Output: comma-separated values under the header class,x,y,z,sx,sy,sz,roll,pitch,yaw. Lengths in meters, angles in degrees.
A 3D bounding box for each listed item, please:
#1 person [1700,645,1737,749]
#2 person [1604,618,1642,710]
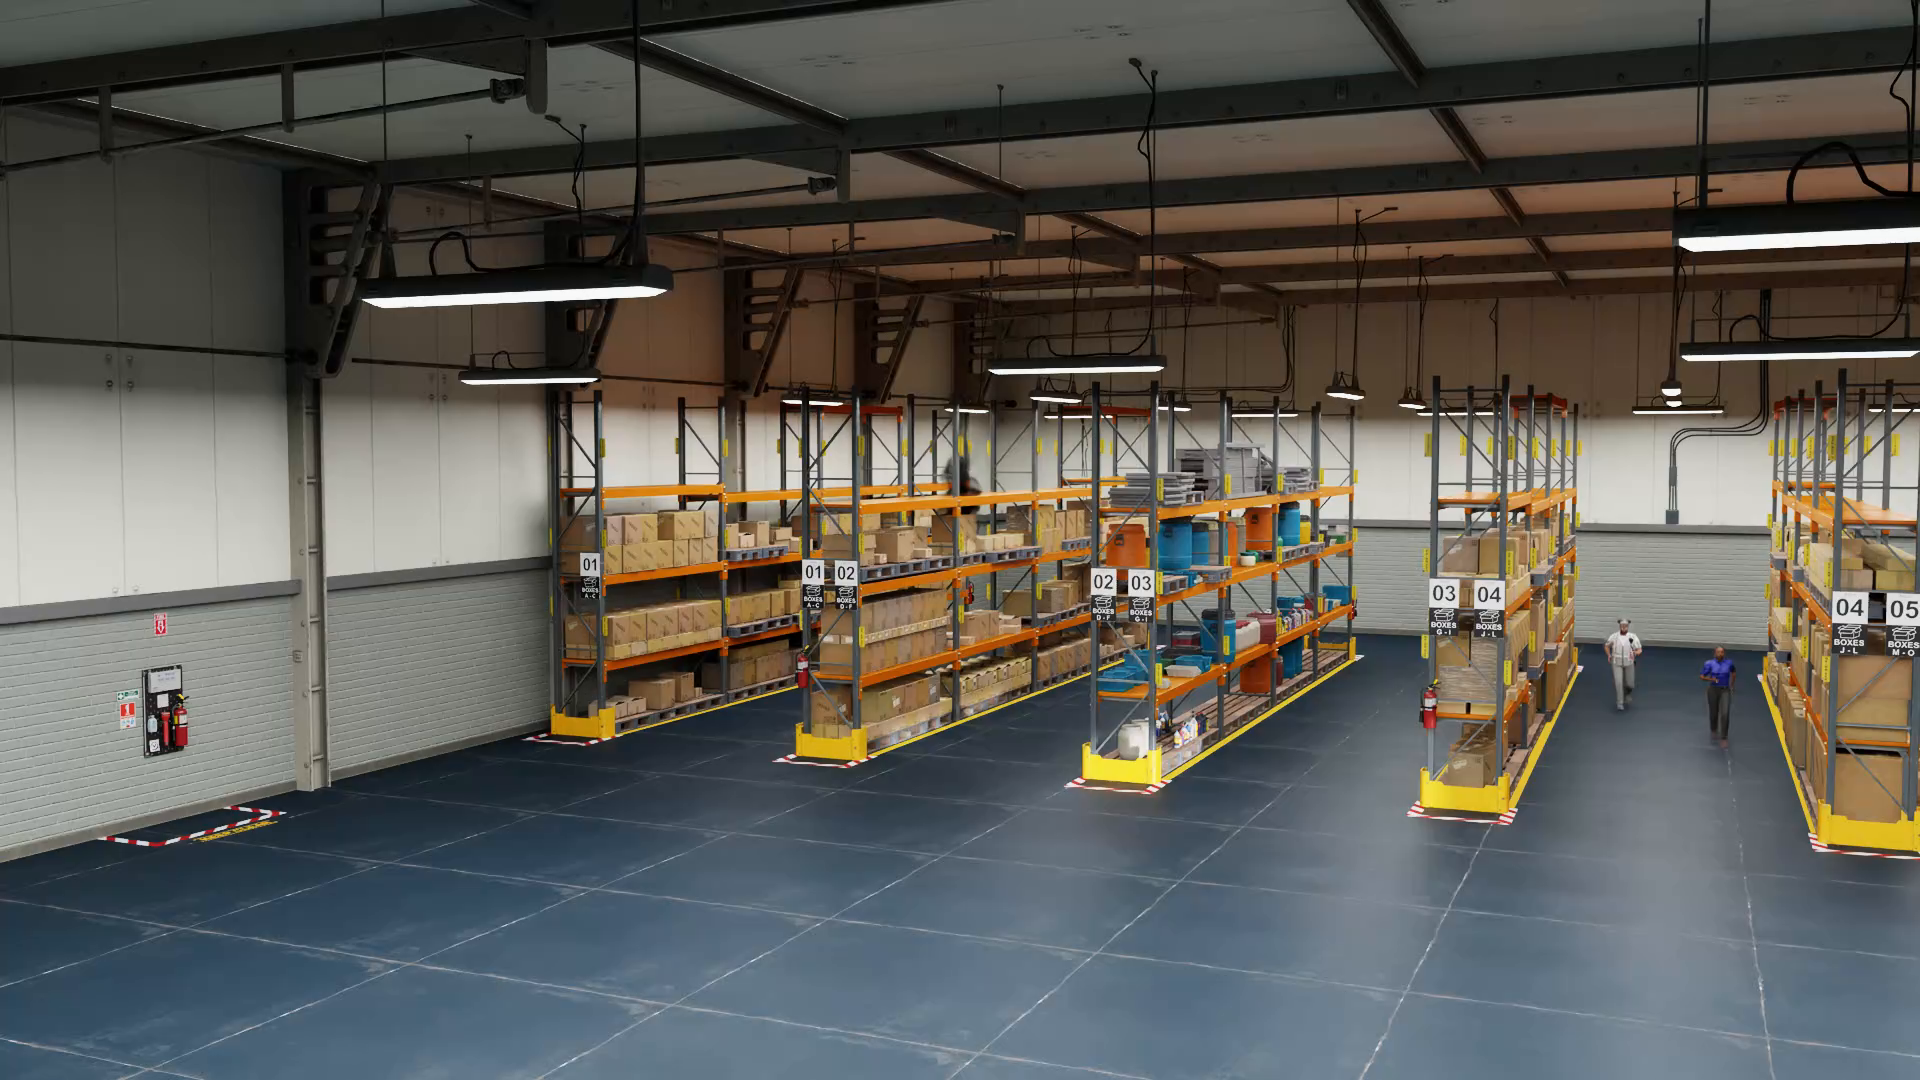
class,x,y,z,sx,sy,sz,roll,pitch,yaw
person,12.781,2.613,28.034,0.571,1.691,0.860,1,3,22
person,12.736,2.363,31.960,0.672,1.741,0.779,1,3,21
